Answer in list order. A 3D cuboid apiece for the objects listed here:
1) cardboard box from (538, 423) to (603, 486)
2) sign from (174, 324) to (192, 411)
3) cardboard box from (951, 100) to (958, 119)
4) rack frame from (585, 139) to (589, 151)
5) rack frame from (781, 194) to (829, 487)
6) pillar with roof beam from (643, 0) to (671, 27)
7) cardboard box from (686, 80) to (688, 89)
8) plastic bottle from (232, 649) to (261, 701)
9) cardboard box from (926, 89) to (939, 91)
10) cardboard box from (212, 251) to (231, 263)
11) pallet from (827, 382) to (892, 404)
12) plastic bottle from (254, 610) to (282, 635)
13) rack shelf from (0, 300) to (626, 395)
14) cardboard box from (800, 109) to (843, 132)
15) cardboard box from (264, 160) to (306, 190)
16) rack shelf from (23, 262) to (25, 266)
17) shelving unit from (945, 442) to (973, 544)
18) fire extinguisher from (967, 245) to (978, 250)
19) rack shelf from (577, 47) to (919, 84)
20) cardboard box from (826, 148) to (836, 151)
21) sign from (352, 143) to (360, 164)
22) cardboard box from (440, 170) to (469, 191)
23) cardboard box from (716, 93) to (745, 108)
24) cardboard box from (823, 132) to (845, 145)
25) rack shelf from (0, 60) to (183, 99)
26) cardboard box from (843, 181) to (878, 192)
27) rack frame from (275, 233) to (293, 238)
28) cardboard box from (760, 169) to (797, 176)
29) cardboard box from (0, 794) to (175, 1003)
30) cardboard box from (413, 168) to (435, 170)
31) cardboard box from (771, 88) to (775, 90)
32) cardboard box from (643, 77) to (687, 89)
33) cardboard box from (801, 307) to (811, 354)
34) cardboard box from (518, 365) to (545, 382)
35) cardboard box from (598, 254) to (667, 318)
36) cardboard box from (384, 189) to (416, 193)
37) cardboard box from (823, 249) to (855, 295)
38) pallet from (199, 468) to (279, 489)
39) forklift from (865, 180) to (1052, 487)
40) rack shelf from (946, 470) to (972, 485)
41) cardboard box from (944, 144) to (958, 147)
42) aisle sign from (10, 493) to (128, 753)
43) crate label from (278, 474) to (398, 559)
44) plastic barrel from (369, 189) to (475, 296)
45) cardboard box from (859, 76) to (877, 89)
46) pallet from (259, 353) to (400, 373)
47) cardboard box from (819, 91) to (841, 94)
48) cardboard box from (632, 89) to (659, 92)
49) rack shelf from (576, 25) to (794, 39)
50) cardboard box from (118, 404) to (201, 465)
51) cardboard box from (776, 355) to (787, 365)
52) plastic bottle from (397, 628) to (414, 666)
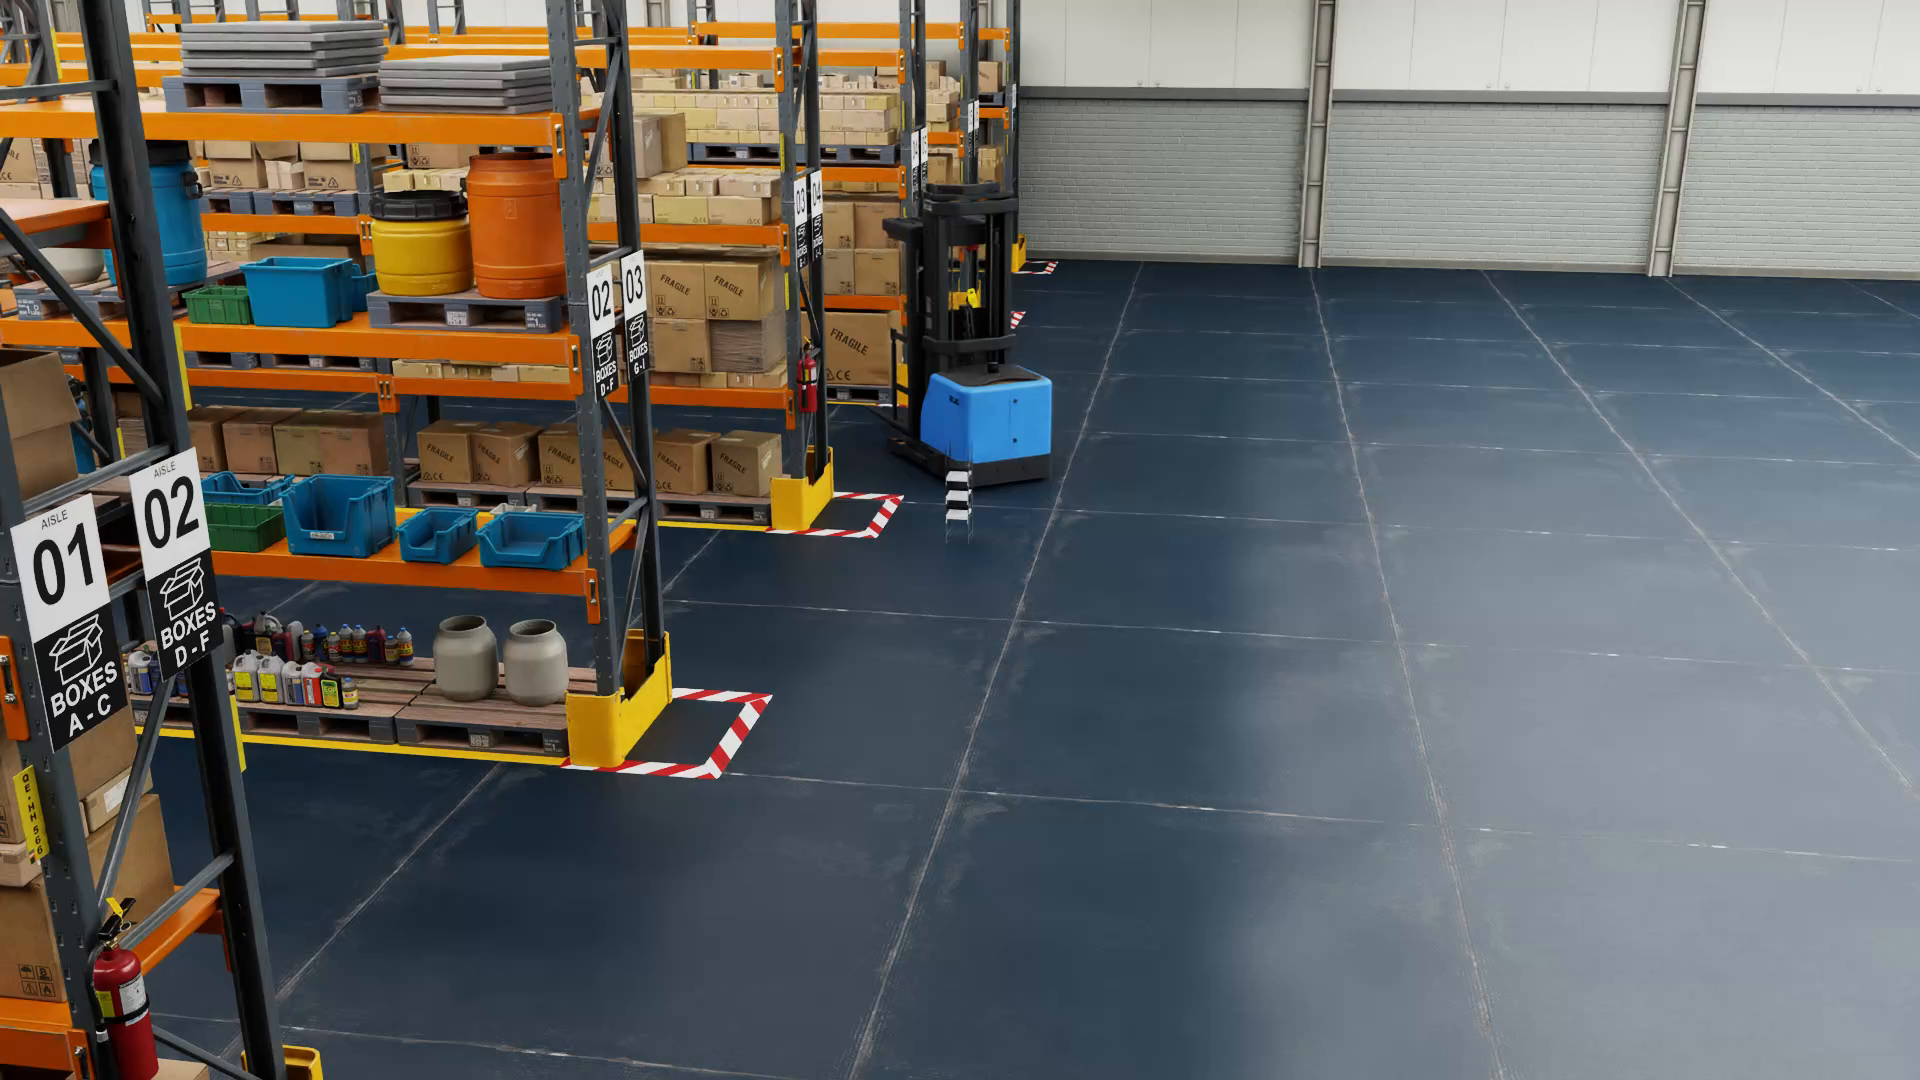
[{"bbox_3d":[-3.803,-0.840,16.310,0.500,0.500,0.500,1,19,4],"label":"cardboard box"},{"bbox_3d":[-2.915,-0.635,6.192,0.005,0.325,0.100,3,19,9],"label":"sign"},{"bbox_3d":[-0.317,-6.396,24.680,0.500,0.250,0.500,3,19,8],"label":"cardboard box"},{"bbox_3d":[-6.977,-6.753,30.705,0.127,3.000,1.000,3,19,9],"label":"rack frame"},{"bbox_3d":[-1.434,-1.690,15.575,0.127,3.000,1.000,3,19,9],"label":"rack frame"},{"bbox_3d":[-6.230,-8.466,26.370,0.400,9.000,9.100,3,19,9],"label":"pillar with roof beam"},{"bbox_3d":[-4.923,-8.101,29.582,0.250,0.149,0.380,3,19,8],"label":"cardboard box"},{"bbox_3d":[-4.832,0.909,11.287,0.185,0.351,0.144,3,19,8],"label":"plastic bottle"},{"bbox_3d":[-0.432,-6.566,24.559,0.250,0.149,0.380,3,19,8],"label":"cardboard box"},{"bbox_3d":[-9.251,-3.616,21.063,0.250,0.149,0.380,3,19,9],"label":"cardboard box"},{"bbox_3d":[-1.350,-1.933,20.693,1.213,0.211,1.003,3,19,9],"label":"pallet"},{"bbox_3d":[-4.979,0.675,11.985,0.185,0.351,0.144,3,19,8],"label":"plastic bottle"},{"bbox_3d":[-4.195,-1.321,10.877,4.000,0.370,1.077,3,19,9],"label":"rack shelf"},{"bbox_3d":[-1.569,-4.941,19.510,0.500,0.250,0.500,3,19,9],"label":"cardboard box"},{"bbox_3d":[-6.328,-3.466,15.703,0.258,0.266,0.396,4,19,11],"label":"cardboard box"},{"bbox_3d":[-14.371,-3.603,22.424,4.000,0.370,1.077,3,19,9],"label":"rack shelf"},{"bbox_3d":[-0.008,-0.427,15.108,0.210,0.900,0.258,3,19,9],"label":"shelving unit"},{"bbox_3d":[0.178,-4.608,24.418,0.183,0.674,0.296,3,19,9],"label":"fire extinguisher"},{"bbox_3d":[-2.522,-5.654,19.730,4.000,0.370,1.077,3,19,9],"label":"rack shelf"},{"bbox_3d":[-2.235,-6.944,29.627,0.250,0.149,0.380,3,19,8],"label":"cardboard box"},{"bbox_3d":[-5.468,-3.572,15.036,0.005,0.325,0.100,3,19,9],"label":"sign"},{"bbox_3d":[-4.572,-3.307,15.287,0.250,0.149,0.380,3,19,9],"label":"cardboard box"},{"bbox_3d":[-2.689,-5.167,19.559,0.250,0.149,0.380,3,19,8],"label":"cardboard box"},{"bbox_3d":[-1.432,-4.725,19.495,0.250,0.149,0.380,3,19,9],"label":"cardboard box"},{"bbox_3d":[-7.358,-4.307,15.703,4.000,0.370,1.077,3,19,9],"label":"rack shelf"},{"bbox_3d":[-1.420,-5.436,24.568,0.500,0.500,0.700,3,19,8],"label":"cardboard box"},{"bbox_3d":[-8.446,-3.642,21.407,0.127,3.000,1.000,3,19,9],"label":"rack frame"},{"bbox_3d":[-1.669,-3.317,15.318,0.250,0.149,0.380,3,19,8],"label":"cardboard box"},{"bbox_3d":[-3.468,1.338,6.366,0.500,0.500,0.700,3,19,9],"label":"cardboard box"},{"bbox_3d":[-5.017,-3.506,15.883,0.250,0.149,0.380,3,19,10],"label":"cardboard box"},{"bbox_3d":[-2.676,-6.728,25.043,0.250,0.149,0.380,3,19,10],"label":"cardboard box"},{"bbox_3d":[-4.404,-6.773,24.825,0.500,0.250,0.500,3,19,10],"label":"cardboard box"},{"bbox_3d":[-2.097,-2.488,20.645,0.875,0.875,0.875,3,19,8],"label":"cardboard box"},{"bbox_3d":[-3.981,-1.612,15.738,0.250,0.149,0.380,3,19,9],"label":"cardboard box"},{"bbox_3d":[-3.004,-2.353,15.352,0.500,0.500,0.500,3,19,9],"label":"cardboard box"},{"bbox_3d":[-4.980,-3.140,15.417,0.500,0.250,0.500,2,19,7],"label":"cardboard box"},{"bbox_3d":[-1.468,-3.336,20.256,0.550,0.550,0.875,3,19,9],"label":"cardboard box"},{"bbox_3d":[-7.361,-0.669,16.916,1.213,0.211,1.003,3,19,9],"label":"pallet"},{"bbox_3d":[-0.145,-2.339,17.621,1.130,2.935,3.031,-9,20,-24],"label":"forklift"},{"bbox_3d":[-0.008,-0.566,15.062,0.200,0.077,0.258,3,19,9],"label":"rack shelf"},{"bbox_3d":[-0.134,-6.980,29.735,0.250,0.149,0.380,3,19,9],"label":"cardboard box"},{"bbox_3d":[-2.991,0.275,5.603,0.004,0.787,0.394,3,19,9],"label":"aisle sign"},{"bbox_3d":[-4.080,-0.163,10.955,0.616,0.435,0.502,3,19,9],"label":"crate label"},{"bbox_3d":[-3.366,-1.867,10.418,0.600,0.588,0.600,0,18,0],"label":"plastic barrel"},{"bbox_3d":[-1.611,-7.987,29.059,0.258,0.266,0.396,2,19,7],"label":"cardboard box"},{"bbox_3d":[-6.115,-1.885,16.458,1.213,0.211,1.003,3,19,9],"label":"pallet"},{"bbox_3d":[-1.576,-5.323,20.023,0.250,0.149,0.380,3,19,9],"label":"cardboard box"},{"bbox_3d":[-3.836,-5.437,20.366,0.250,0.149,0.380,3,19,8],"label":"cardboard box"},{"bbox_3d":[-5.003,-8.967,29.630,4.000,0.370,1.077,3,19,9],"label":"rack shelf"},{"bbox_3d":[-8.119,-1.065,16.952,0.500,0.500,0.700,1,19,4],"label":"cardboard box"},{"bbox_3d":[-1.678,-1.660,15.881,0.250,0.149,0.380,3,19,9],"label":"cardboard box"},{"bbox_3d":[-3.961,0.758,11.865,0.097,0.271,0.097,0,18,0],"label":"plastic bottle"}]
